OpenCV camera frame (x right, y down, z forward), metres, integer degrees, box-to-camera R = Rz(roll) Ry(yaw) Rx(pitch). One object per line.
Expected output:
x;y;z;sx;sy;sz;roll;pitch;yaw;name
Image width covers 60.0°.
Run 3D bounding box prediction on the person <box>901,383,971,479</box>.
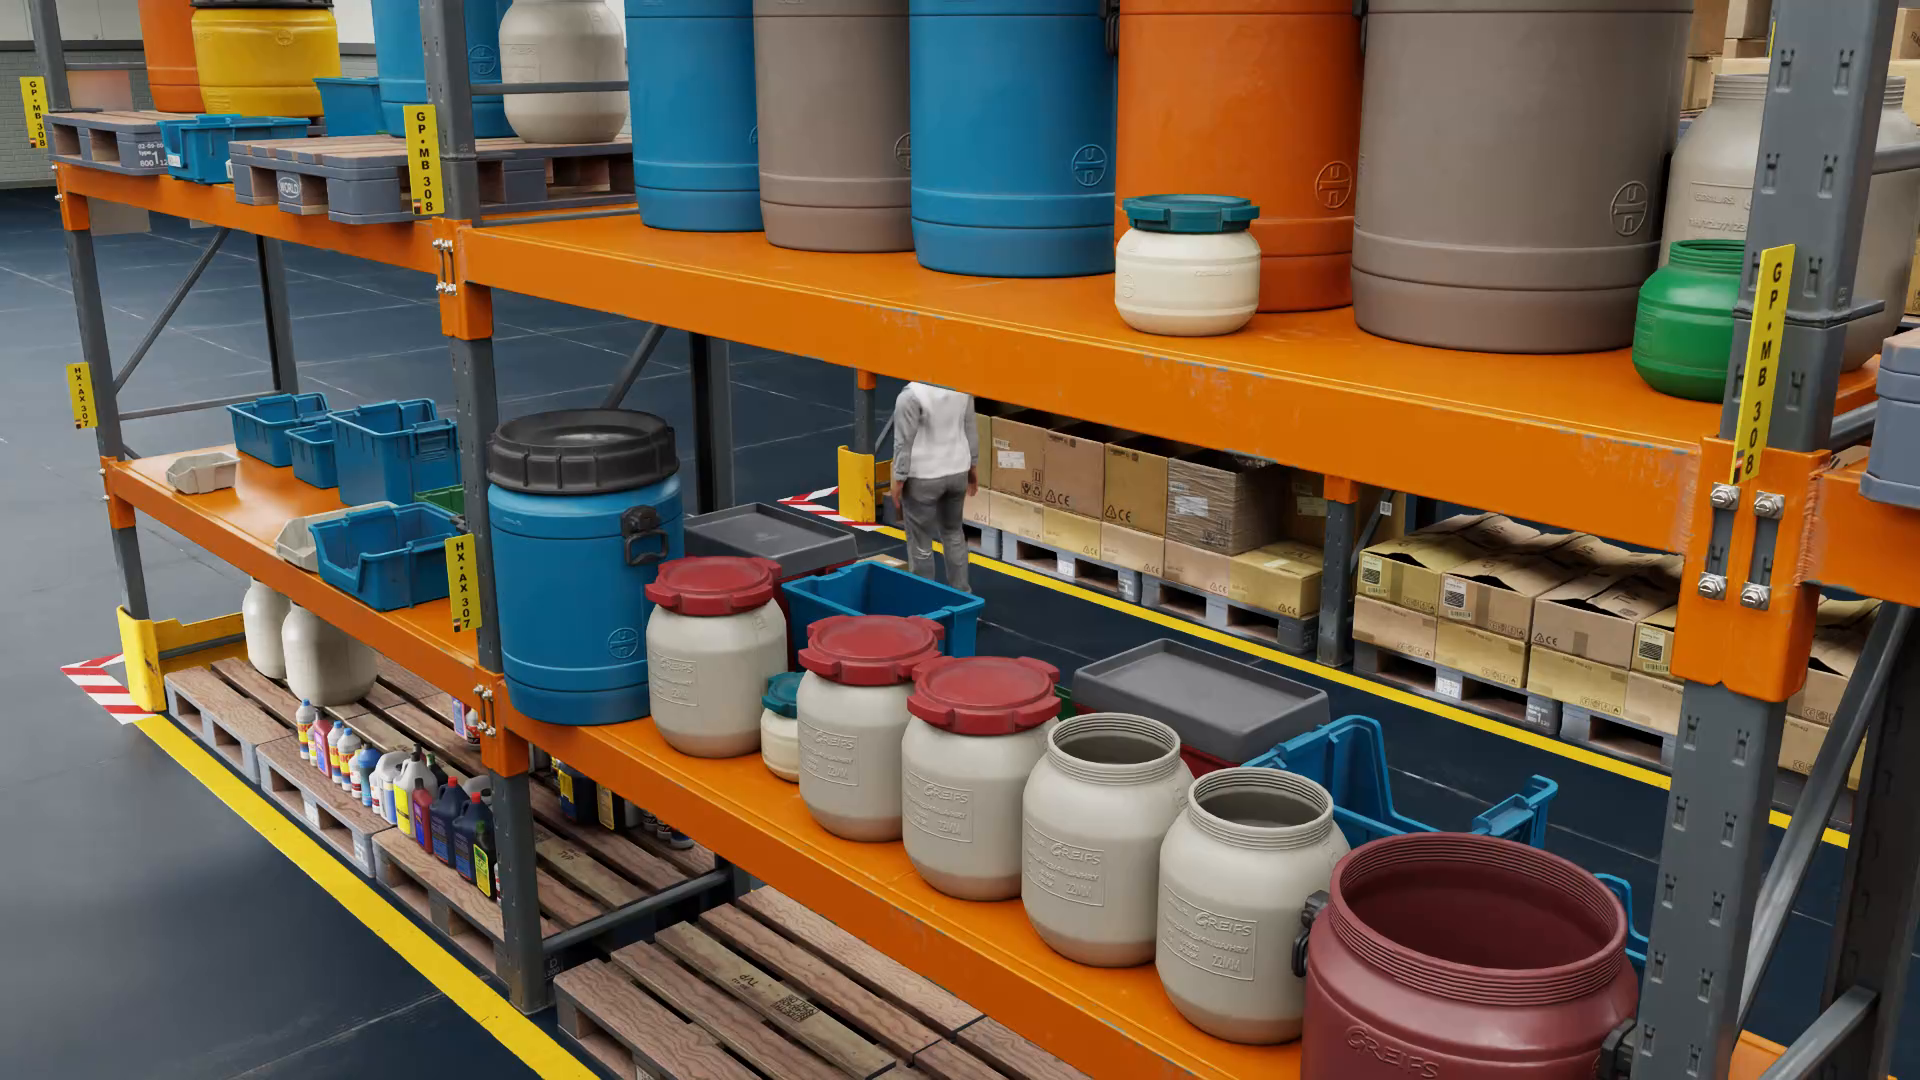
-0.157;-0.378;9.752;0.532;1.819;0.471;-13;21;-36;person
